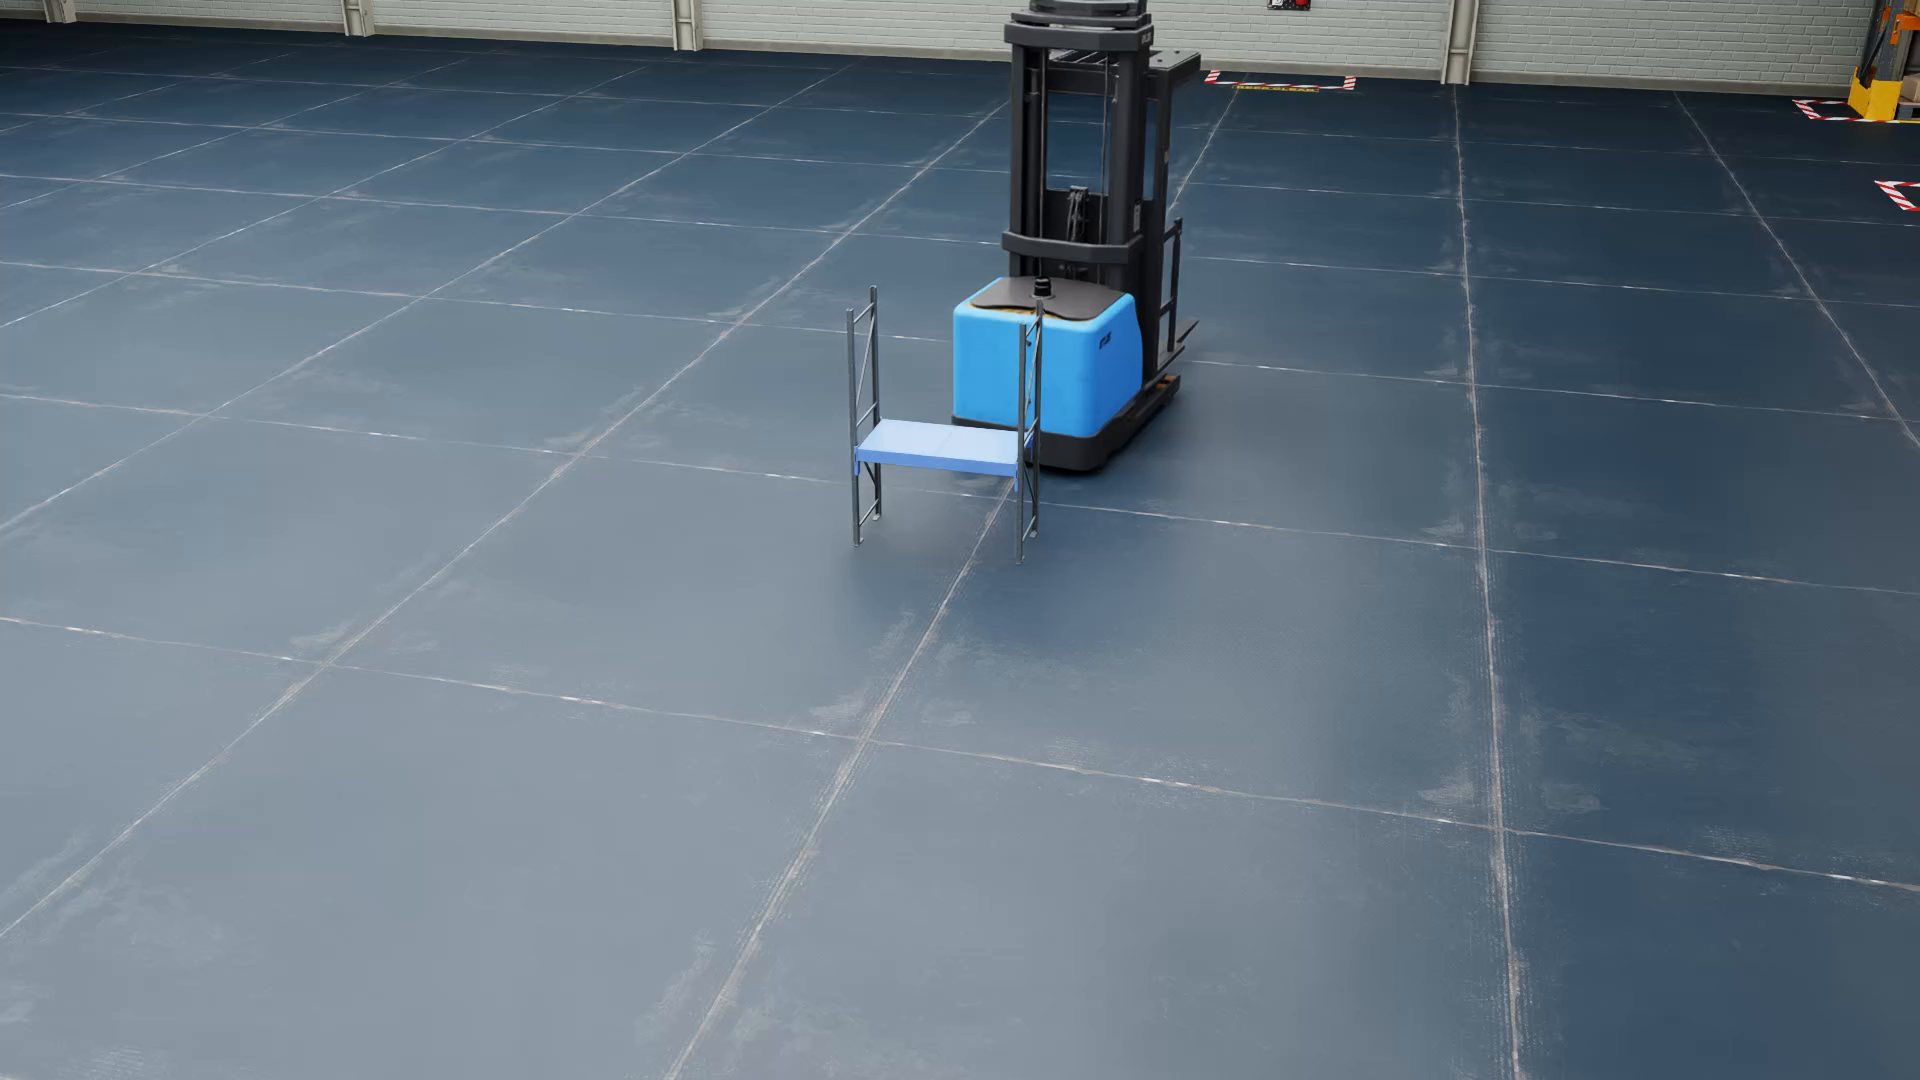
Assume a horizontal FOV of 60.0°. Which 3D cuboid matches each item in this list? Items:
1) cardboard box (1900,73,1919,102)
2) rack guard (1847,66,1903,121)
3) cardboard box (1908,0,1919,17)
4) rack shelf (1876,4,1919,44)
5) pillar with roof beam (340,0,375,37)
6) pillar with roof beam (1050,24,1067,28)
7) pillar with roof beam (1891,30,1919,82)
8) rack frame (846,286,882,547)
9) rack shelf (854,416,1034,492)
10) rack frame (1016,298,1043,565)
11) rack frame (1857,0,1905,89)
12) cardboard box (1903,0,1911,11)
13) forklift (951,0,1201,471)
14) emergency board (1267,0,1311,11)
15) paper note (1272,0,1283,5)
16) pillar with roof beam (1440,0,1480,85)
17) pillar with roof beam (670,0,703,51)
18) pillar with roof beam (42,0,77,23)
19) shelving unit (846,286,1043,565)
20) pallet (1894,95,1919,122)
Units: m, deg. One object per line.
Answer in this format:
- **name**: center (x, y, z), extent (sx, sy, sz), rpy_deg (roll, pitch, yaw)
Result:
- **cardboard box**: center (12.788, -5.982, 21.942), extent (0.500, 0.311, 0.500), rpy_deg (3, 26, 7)
- **rack guard**: center (12.214, -5.973, 22.213), extent (0.348, 0.500, 1.175), rpy_deg (6, 26, 13)
- **cardboard box**: center (12.534, -6.866, 21.334), extent (0.500, 0.250, 0.500), rpy_deg (6, 26, 11)
- **rack shelf**: center (14.077, -6.570, 21.398), extent (4.000, 0.370, 1.077), rpy_deg (6, 26, 13)
- **pillar with roof beam**: center (-11.282, -10.880, 22.635), extent (0.400, 9.000, 9.100), rpy_deg (6, 26, 13)
- **pillar with roof beam**: center (0.340, -9.596, 19.936), extent (0.400, 9.000, 9.100), rpy_deg (6, 26, 13)
- **pillar with roof beam**: center (11.961, -8.311, 17.238), extent (0.400, 9.000, 9.100), rpy_deg (6, 26, 13)
- **rack frame**: center (-0.575, -0.741, 10.061), extent (0.032, 1.500, 0.500), rpy_deg (6, 26, 13)
- **rack shelf**: center (-0.083, -0.524, 10.024), extent (1.000, 0.185, 0.538), rpy_deg (6, 26, 13)
- **rack frame**: center (0.410, -0.632, 9.832), extent (0.032, 1.500, 0.500), rpy_deg (6, 26, 13)
- **rack frame**: center (12.140, -7.109, 21.693), extent (0.127, 3.000, 1.000), rpy_deg (6, 26, 13)
- **cardboard box**: center (12.641, -7.081, 21.785), extent (0.500, 0.250, 0.500), rpy_deg (7, 26, 14)
- **forklift**: center (1.008, -2.387, 11.855), extent (1.130, 2.935, 3.031), rpy_deg (11, 28, 22)
- **emergency board**: center (4.839, -8.317, 24.230), extent (0.643, 1.169, 0.194), rpy_deg (6, 26, 13)
- **paper note**: center (4.685, -7.967, 24.520), extent (0.142, 0.148, 0.016), rpy_deg (6, 26, 13)
- **pillar with roof beam**: center (6.151, -8.953, 18.587), extent (0.400, 9.000, 9.100), rpy_deg (6, 26, 13)
- **pillar with roof beam**: center (-5.471, -10.238, 21.286), extent (0.400, 9.000, 9.100), rpy_deg (6, 26, 13)
- **pillar with roof beam**: center (-17.093, -11.523, 23.984), extent (0.400, 9.000, 9.100), rpy_deg (6, 26, 13)
- **shelving unit**: center (-0.083, -0.686, 9.947), extent (1.048, 1.500, 0.538), rpy_deg (6, 26, 13)
- **pallet**: center (12.992, -5.740, 22.062), extent (1.213, 0.211, 1.003), rpy_deg (6, 26, 13)
